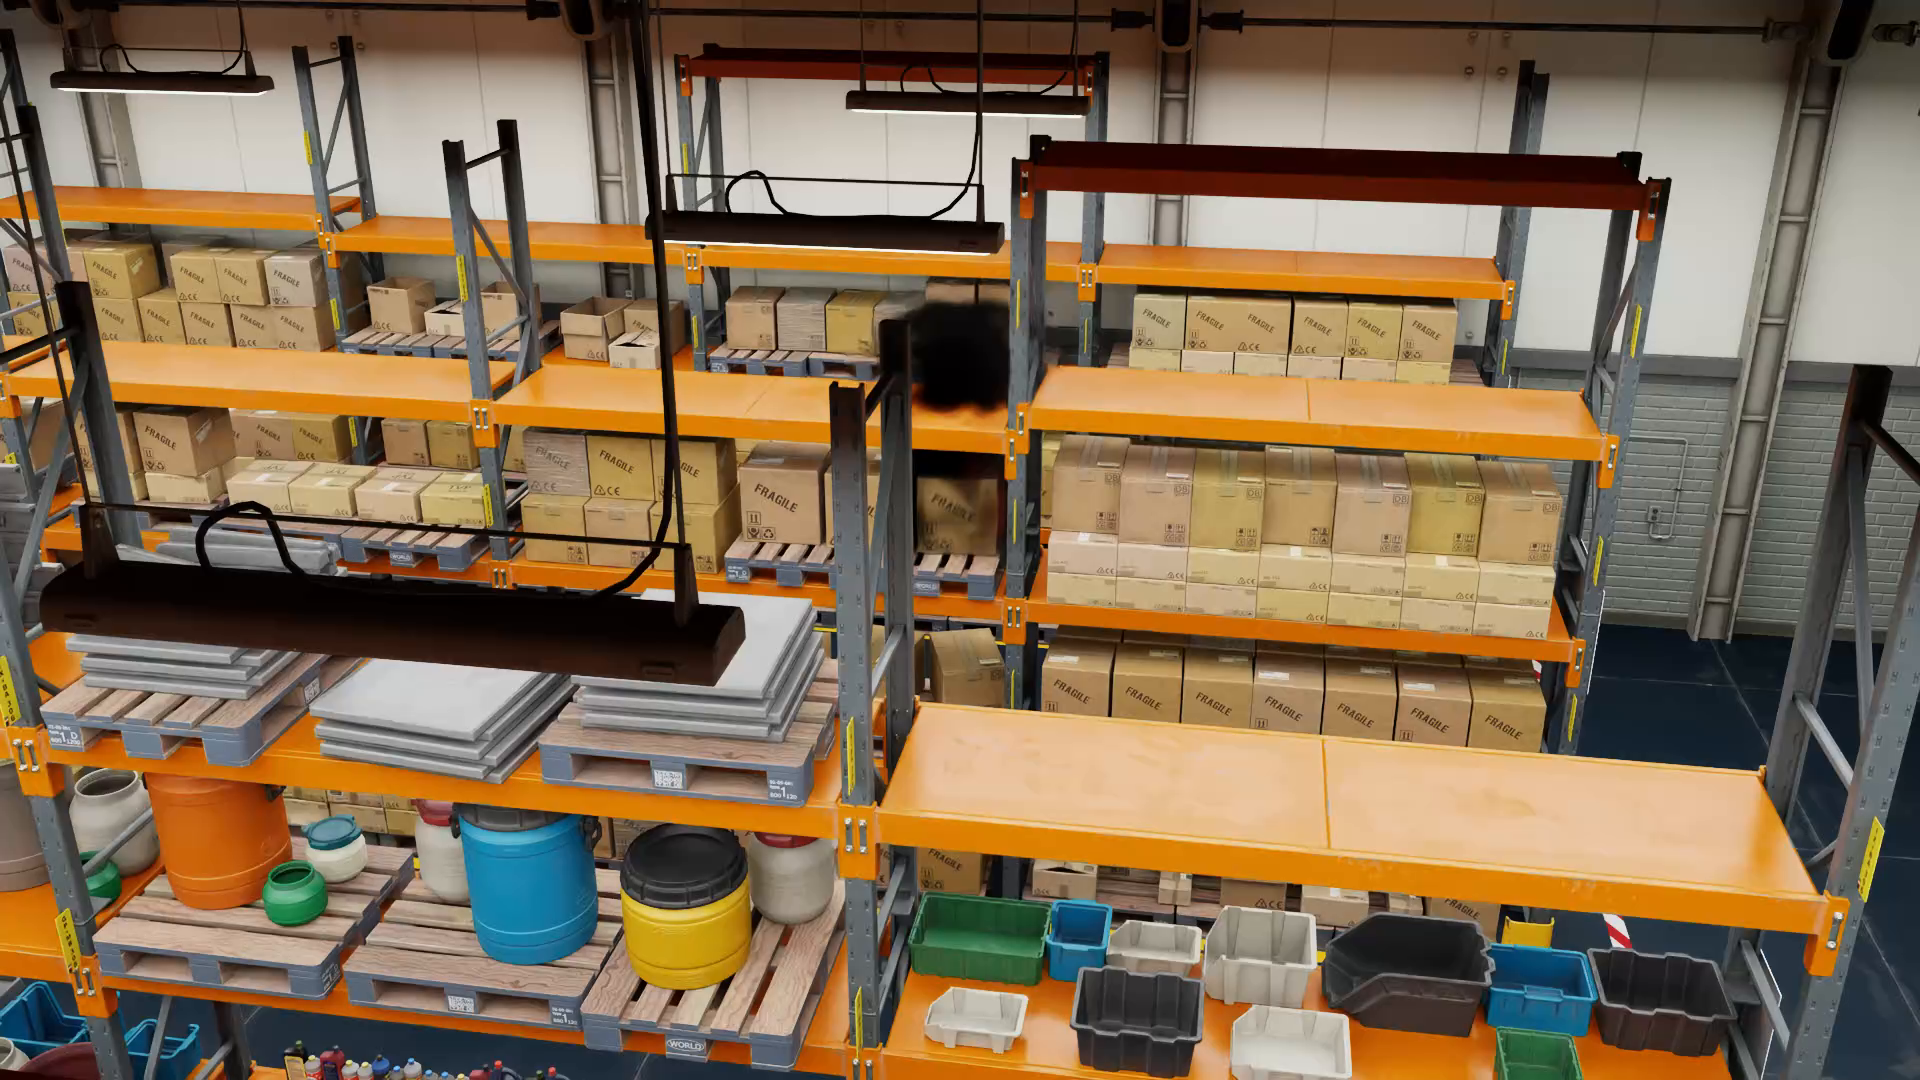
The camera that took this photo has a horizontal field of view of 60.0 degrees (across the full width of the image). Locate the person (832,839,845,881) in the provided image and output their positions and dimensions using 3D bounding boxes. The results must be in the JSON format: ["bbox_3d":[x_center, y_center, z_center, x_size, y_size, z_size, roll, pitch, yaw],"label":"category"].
[{"bbox_3d":[-1.007,2.648,12.074,0.652,1.590,0.523,-3,23,-6],"label":"person"}]
